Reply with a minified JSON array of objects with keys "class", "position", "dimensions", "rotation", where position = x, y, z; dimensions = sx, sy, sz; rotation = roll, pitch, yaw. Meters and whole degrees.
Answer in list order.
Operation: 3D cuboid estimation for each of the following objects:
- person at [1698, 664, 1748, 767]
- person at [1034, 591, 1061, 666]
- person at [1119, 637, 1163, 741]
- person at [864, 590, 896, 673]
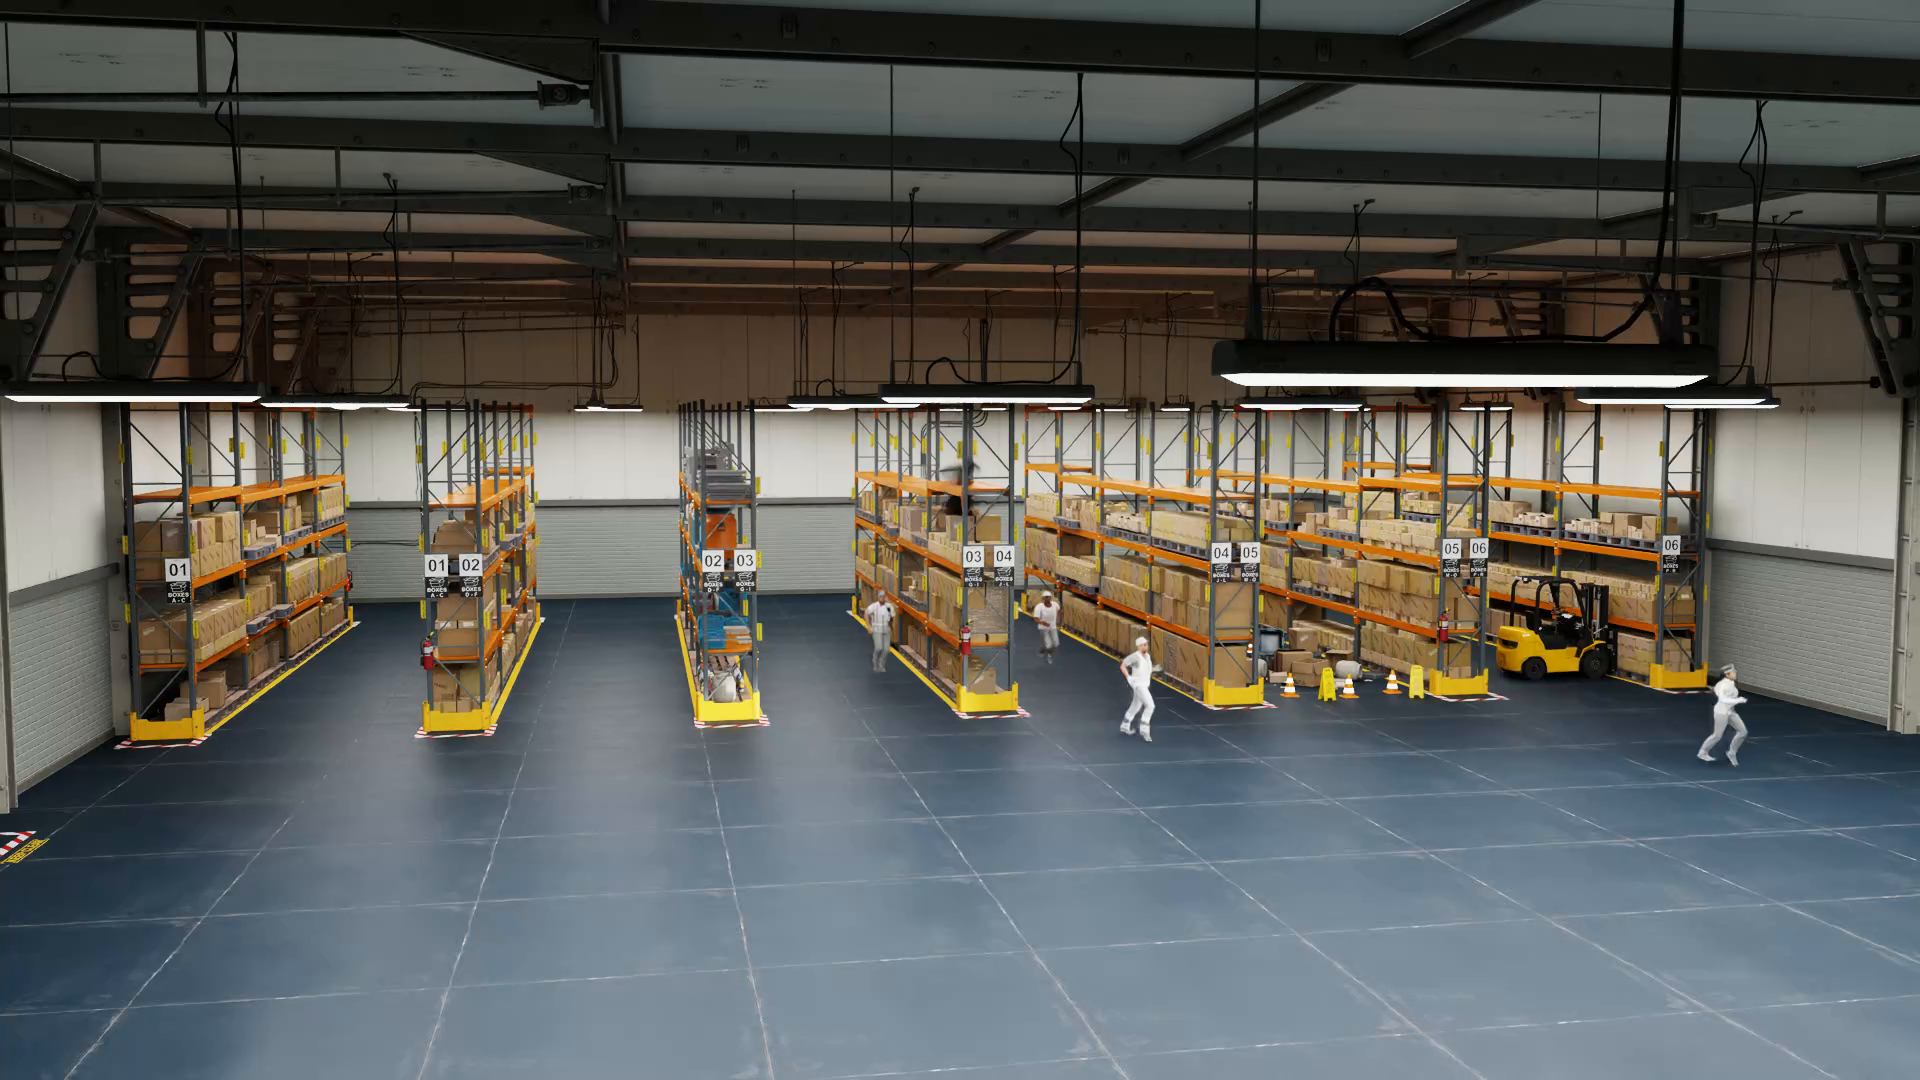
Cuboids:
[{"class":"person","position":[12.418,2.848,27.066],"dimensions":[0.752,1.714,0.594],"rotation":[4,6,43]},{"class":"person","position":[1.977,1.967,37.023],"dimensions":[0.731,1.687,0.776],"rotation":[-1,4,-16]},{"class":"person","position":[3.198,2.627,29.412],"dimensions":[0.775,1.850,0.615],"rotation":[2,5,27]},{"class":"person","position":[-1.646,1.933,35.029],"dimensions":[0.646,1.779,0.596],"rotation":[-1,5,-17]}]
